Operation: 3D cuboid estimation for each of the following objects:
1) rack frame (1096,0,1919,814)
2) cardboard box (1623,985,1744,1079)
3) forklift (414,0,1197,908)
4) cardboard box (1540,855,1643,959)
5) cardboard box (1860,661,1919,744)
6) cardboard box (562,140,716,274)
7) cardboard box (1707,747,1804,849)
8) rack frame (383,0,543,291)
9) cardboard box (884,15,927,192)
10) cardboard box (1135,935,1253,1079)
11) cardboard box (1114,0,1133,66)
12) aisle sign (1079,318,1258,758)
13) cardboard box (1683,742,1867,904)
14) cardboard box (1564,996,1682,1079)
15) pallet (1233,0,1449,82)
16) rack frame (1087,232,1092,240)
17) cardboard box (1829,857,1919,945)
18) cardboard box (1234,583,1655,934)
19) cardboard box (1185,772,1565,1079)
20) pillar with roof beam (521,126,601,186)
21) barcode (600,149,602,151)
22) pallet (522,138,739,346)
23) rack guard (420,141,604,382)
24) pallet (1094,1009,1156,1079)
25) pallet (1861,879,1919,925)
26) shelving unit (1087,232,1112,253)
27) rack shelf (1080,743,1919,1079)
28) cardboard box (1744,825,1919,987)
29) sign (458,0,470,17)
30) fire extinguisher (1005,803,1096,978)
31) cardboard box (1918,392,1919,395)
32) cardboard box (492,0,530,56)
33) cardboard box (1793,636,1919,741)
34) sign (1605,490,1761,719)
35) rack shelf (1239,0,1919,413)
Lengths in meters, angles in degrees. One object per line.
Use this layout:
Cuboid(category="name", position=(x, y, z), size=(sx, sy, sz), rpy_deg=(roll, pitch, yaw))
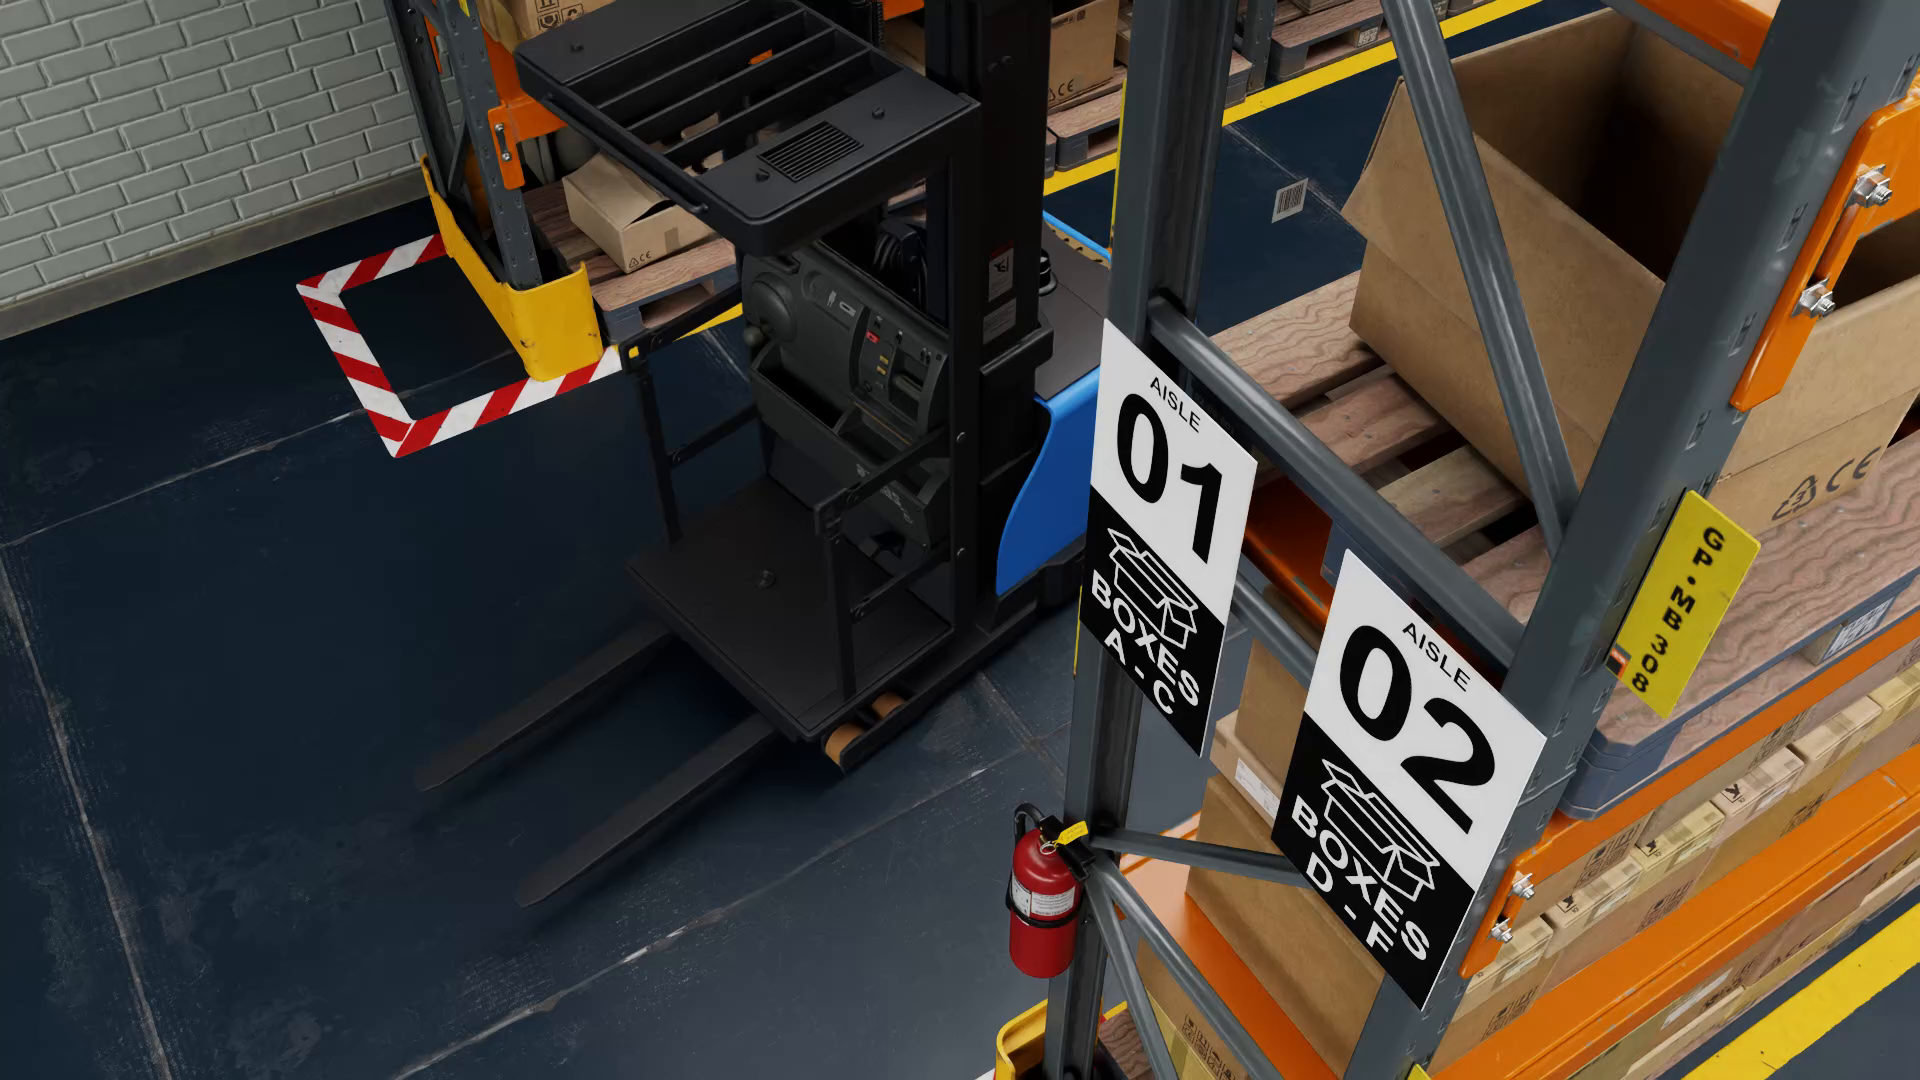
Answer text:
Cuboid(category="rack frame", position=(0.557, -0.951, 1.516), size=(0.127, 3.000, 1.000), rpy_deg=(-25, 53, -21))
Cuboid(category="cardboard box", position=(1.974, 1.345, 5.049), size=(0.500, 0.250, 0.500), rpy_deg=(-25, 53, -21))
Cuboid(category="forklift", position=(-0.538, -0.604, 5.271), size=(3.031, 2.935, 1.130), rpy_deg=(-35, 57, -27))
Cuboid(category="cardboard box", position=(1.226, 0.668, 3.590), size=(0.250, 0.149, 0.380), rpy_deg=(-27, 53, -22))
Cuboid(category="cardboard box", position=(2.092, 0.261, 3.953), size=(0.250, 0.149, 0.380), rpy_deg=(-26, 53, -21))
Cuboid(category="cardboard box", position=(-1.456, -1.554, 7.576), size=(0.500, 0.311, 0.500), rpy_deg=(-31, 55, -25))
Cuboid(category="cardboard box", position=(1.652, 0.470, 3.766), size=(0.250, 0.149, 0.380), rpy_deg=(-26, 53, -21))
Cuboid(category="rack frame", position=(-2.089, -2.083, 6.542), size=(0.127, 3.000, 1.000), rpy_deg=(-25, 53, -21))
Cuboid(category="cardboard box", position=(-0.327, -2.105, 7.940), size=(0.500, 0.500, 0.700), rpy_deg=(-28, 54, -23))
Cuboid(category="cardboard box", position=(0.852, 1.168, 4.704), size=(0.500, 0.500, 0.500), rpy_deg=(-25, 53, -21))
Cuboid(category="cardboard box", position=(0.857, -2.649, 8.648), size=(0.250, 0.166, 0.380), rpy_deg=(-32, 56, -25))
Cuboid(category="aisle sign", position=(0.345, 0.020, 2.928), size=(0.004, 0.787, 0.394), rpy_deg=(-25, 53, -21))
Cuboid(category="cardboard box", position=(1.824, 0.427, 4.240), size=(0.500, 0.500, 0.700), rpy_deg=(-25, 53, -21))
Cuboid(category="cardboard box", position=(1.551, 1.296, 4.590), size=(0.500, 0.500, 0.500), rpy_deg=(-25, 53, -21))
Cuboid(category="pallet", position=(1.952, -3.061, 9.280), size=(1.213, 0.211, 1.003), rpy_deg=(-25, 53, -21))
Cuboid(category="rack frame", position=(0.558, -0.768, 6.677), size=(0.008, 1.050, 0.200), rpy_deg=(-35, 57, -27))
Cuboid(category="cardboard box", position=(2.822, 0.950, 5.401), size=(0.500, 0.250, 0.500), rpy_deg=(-25, 53, -21))
Cuboid(category="cardboard box", position=(1.004, 0.381, 3.412), size=(0.500, 0.500, 0.700), rpy_deg=(-25, 53, -21))
Cuboid(category="cardboard box", position=(0.959, 0.833, 3.878), size=(0.500, 0.500, 0.700), rpy_deg=(-25, 53, -21))
Cuboid(category="pillar with roof beam", position=(0.338, -2.184, 2.615), size=(0.400, 9.000, 9.100), rpy_deg=(-25, 53, -21))
Cuboid(category="barcode", position=(-1.654, -1.817, 7.804), size=(0.075, 0.075, 0.001), rpy_deg=(-25, 53, -21))
Cuboid(category="pallet", position=(-1.319, -1.487, 7.878), size=(1.213, 0.211, 1.003), rpy_deg=(-25, 53, -21))
Cuboid(category="rack guard", position=(-2.025, -1.282, 7.502), size=(0.348, 0.500, 1.175), rpy_deg=(-25, 53, -21))
Cuboid(category="pallet", position=(1.182, 1.640, 5.093), size=(1.213, 0.211, 1.003), rpy_deg=(-25, 53, -21))
Cuboid(category="pallet", position=(3.245, 0.668, 5.959), size=(1.213, 0.211, 1.003), rpy_deg=(-25, 53, -21))
Cuboid(category="shelving unit", position=(0.646, -0.831, 6.733), size=(0.252, 1.050, 0.215), rpy_deg=(-35, 57, -27))
Cuboid(category="rack shelf", position=(2.249, 0.487, 4.735), size=(4.000, 0.370, 1.077), rpy_deg=(-25, 53, -21))
Cuboid(category="cardboard box", position=(2.400, 0.901, 4.943), size=(0.500, 0.500, 0.500), rpy_deg=(-25, 53, -21))
Cuboid(category="sign", position=(-1.799, -2.028, 5.913), size=(0.005, 0.325, 0.100), rpy_deg=(-25, 53, -21))
Cuboid(category="fire extinguisher", position=(0.209, 0.824, 4.005), size=(0.183, 0.674, 0.296), rpy_deg=(-25, 53, -21))
Cuboid(category="cardboard box", position=(1.646, -0.413, 2.840), size=(0.250, 0.149, 0.380), rpy_deg=(-25, 53, -21))
Cuboid(category="cardboard box", position=(-1.507, -2.034, 6.585), size=(0.500, 0.250, 0.500), rpy_deg=(-27, 54, -22))
Cuboid(category="cardboard box", position=(1.871, -0.034, 3.781), size=(0.500, 0.500, 0.700), rpy_deg=(-25, 53, -21))
Cuboid(category="sign", position=(0.848, 0.083, 1.966), size=(0.005, 0.325, 0.100), rpy_deg=(-25, 53, -21))
Cuboid(category="rack shelf", position=(2.249, -1.376, 2.644), size=(4.000, 0.370, 1.077), rpy_deg=(-25, 53, -21))
